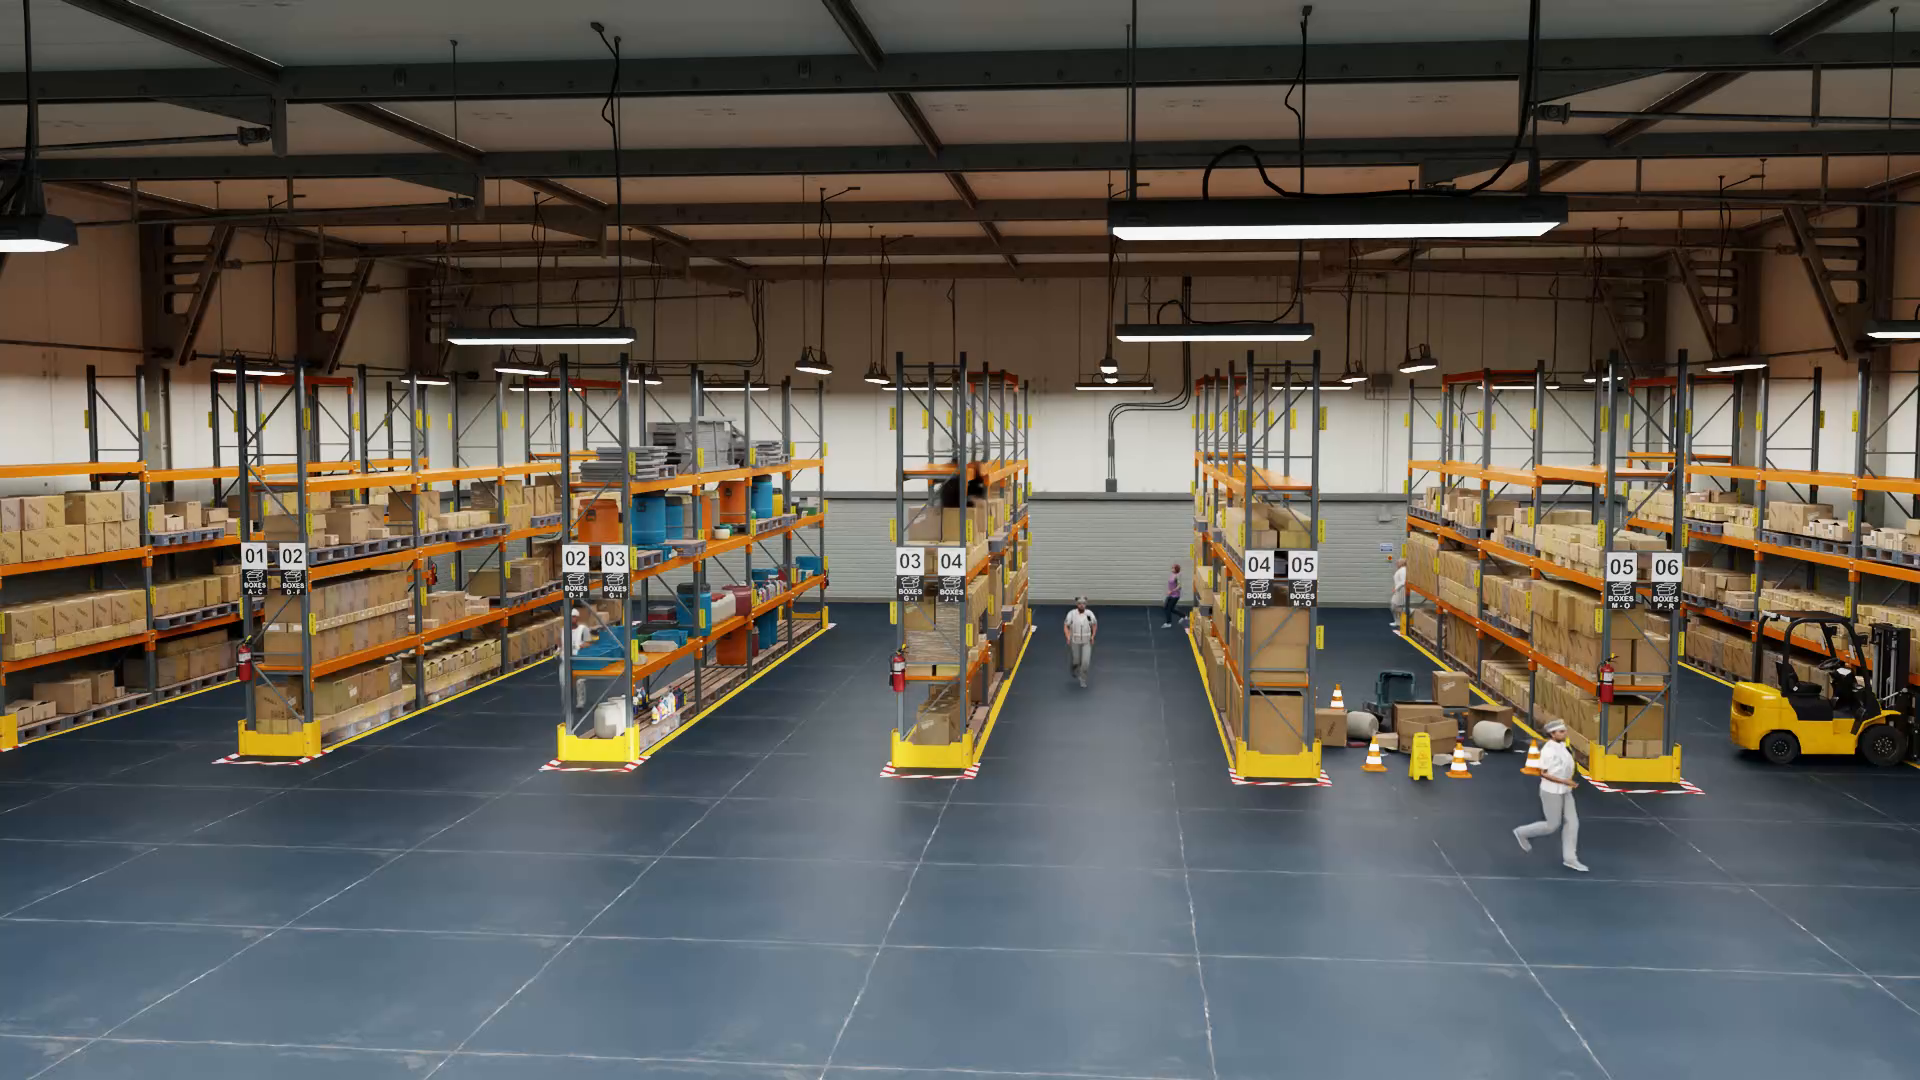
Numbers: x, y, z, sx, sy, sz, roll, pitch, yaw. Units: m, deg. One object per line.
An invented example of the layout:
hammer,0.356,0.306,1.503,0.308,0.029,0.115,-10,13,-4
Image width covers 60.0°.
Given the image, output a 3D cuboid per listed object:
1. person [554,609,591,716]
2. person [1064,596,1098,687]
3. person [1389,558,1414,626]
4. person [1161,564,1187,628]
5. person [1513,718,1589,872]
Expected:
person,-6.636,2.092,28.488,0.657,1.835,0.756,0,4,-1
person,2.292,1.902,31.580,0.650,1.733,0.627,0,4,-3
person,10.755,1.285,40.395,0.680,1.708,0.756,2,4,21
person,5.256,1.364,40.398,0.674,1.579,0.579,-1,4,-18
person,6.685,2.835,18.725,0.579,1.692,0.851,-4,6,-45
